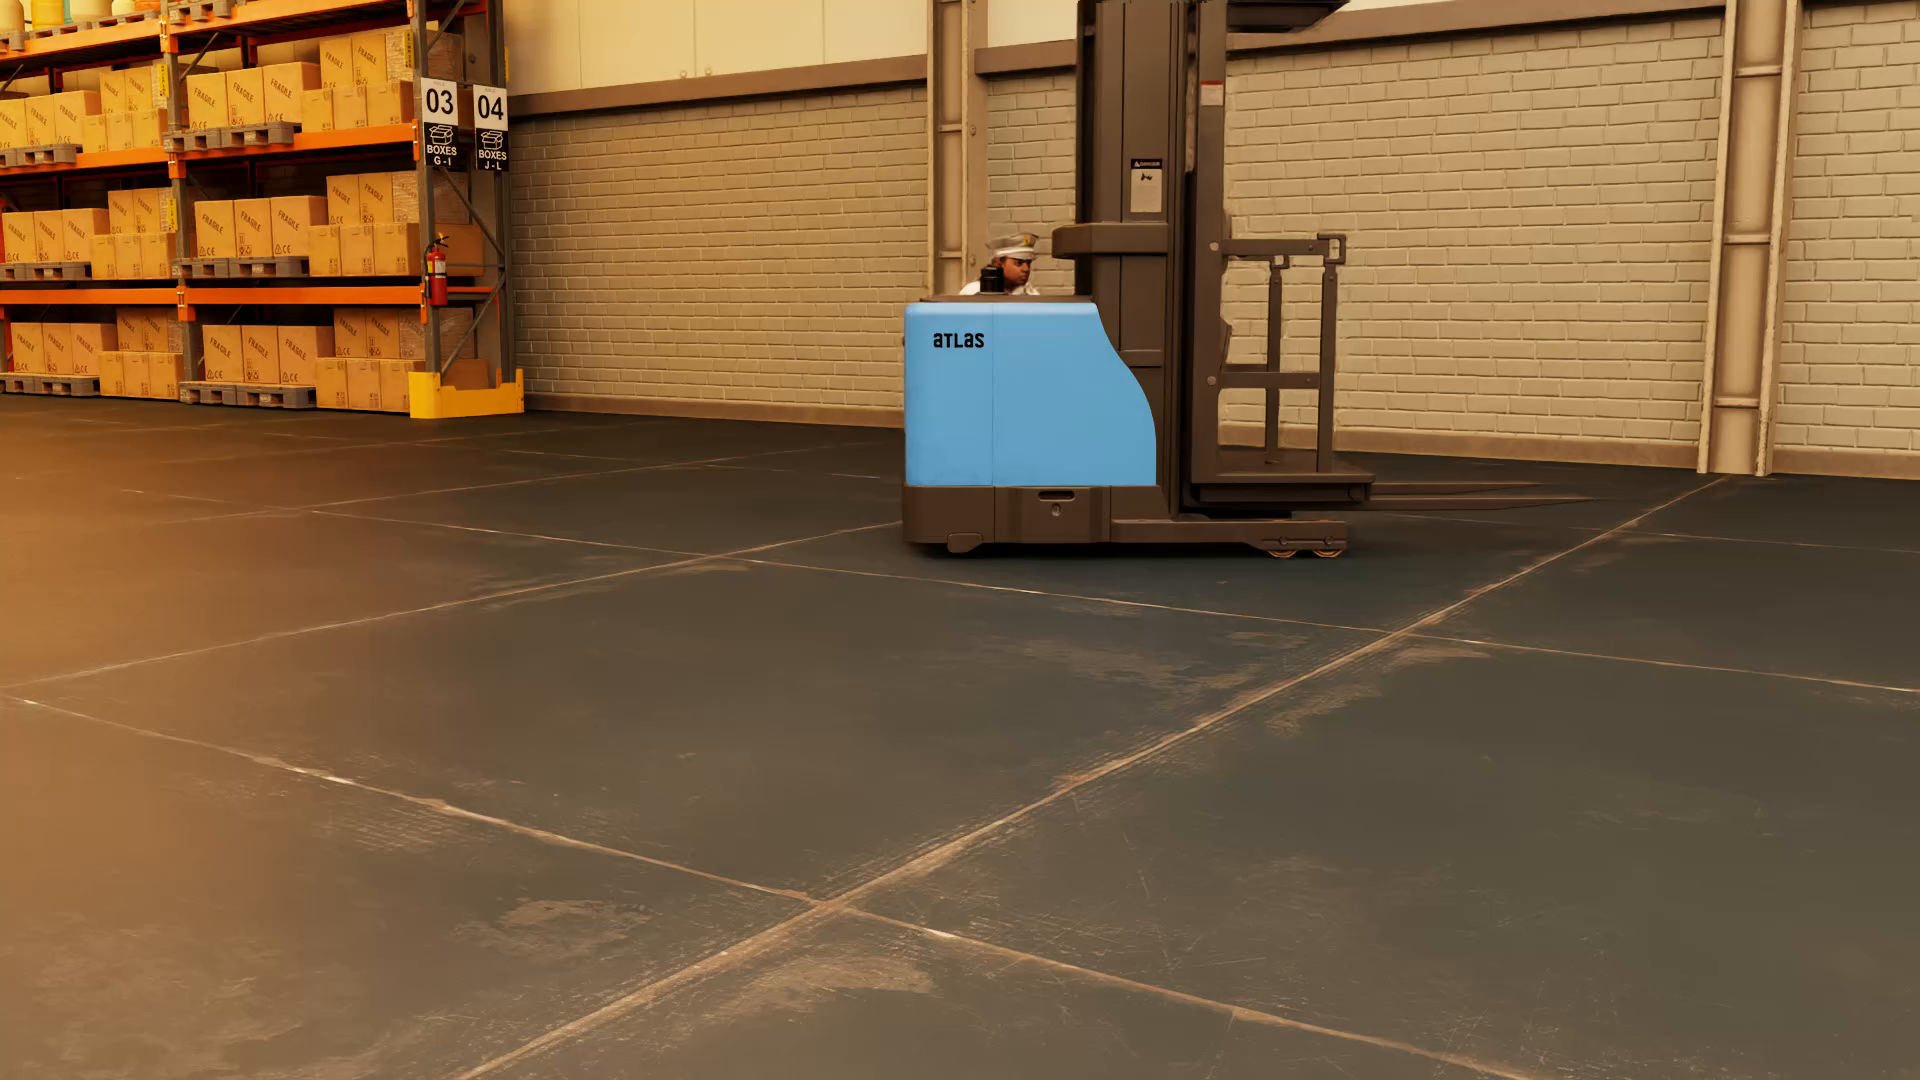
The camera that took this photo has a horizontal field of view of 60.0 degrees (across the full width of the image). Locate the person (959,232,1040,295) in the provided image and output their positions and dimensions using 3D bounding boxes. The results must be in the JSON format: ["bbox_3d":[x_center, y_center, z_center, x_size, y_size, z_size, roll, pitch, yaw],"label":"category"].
[{"bbox_3d":[0.325,-0.759,8.086,0.730,1.453,0.812,-7,11,-41],"label":"person"}]

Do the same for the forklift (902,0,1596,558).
[{"bbox_3d":[1.258,-1.447,7.371,3.031,2.935,1.130,0,8,-2],"label":"forklift"}]
